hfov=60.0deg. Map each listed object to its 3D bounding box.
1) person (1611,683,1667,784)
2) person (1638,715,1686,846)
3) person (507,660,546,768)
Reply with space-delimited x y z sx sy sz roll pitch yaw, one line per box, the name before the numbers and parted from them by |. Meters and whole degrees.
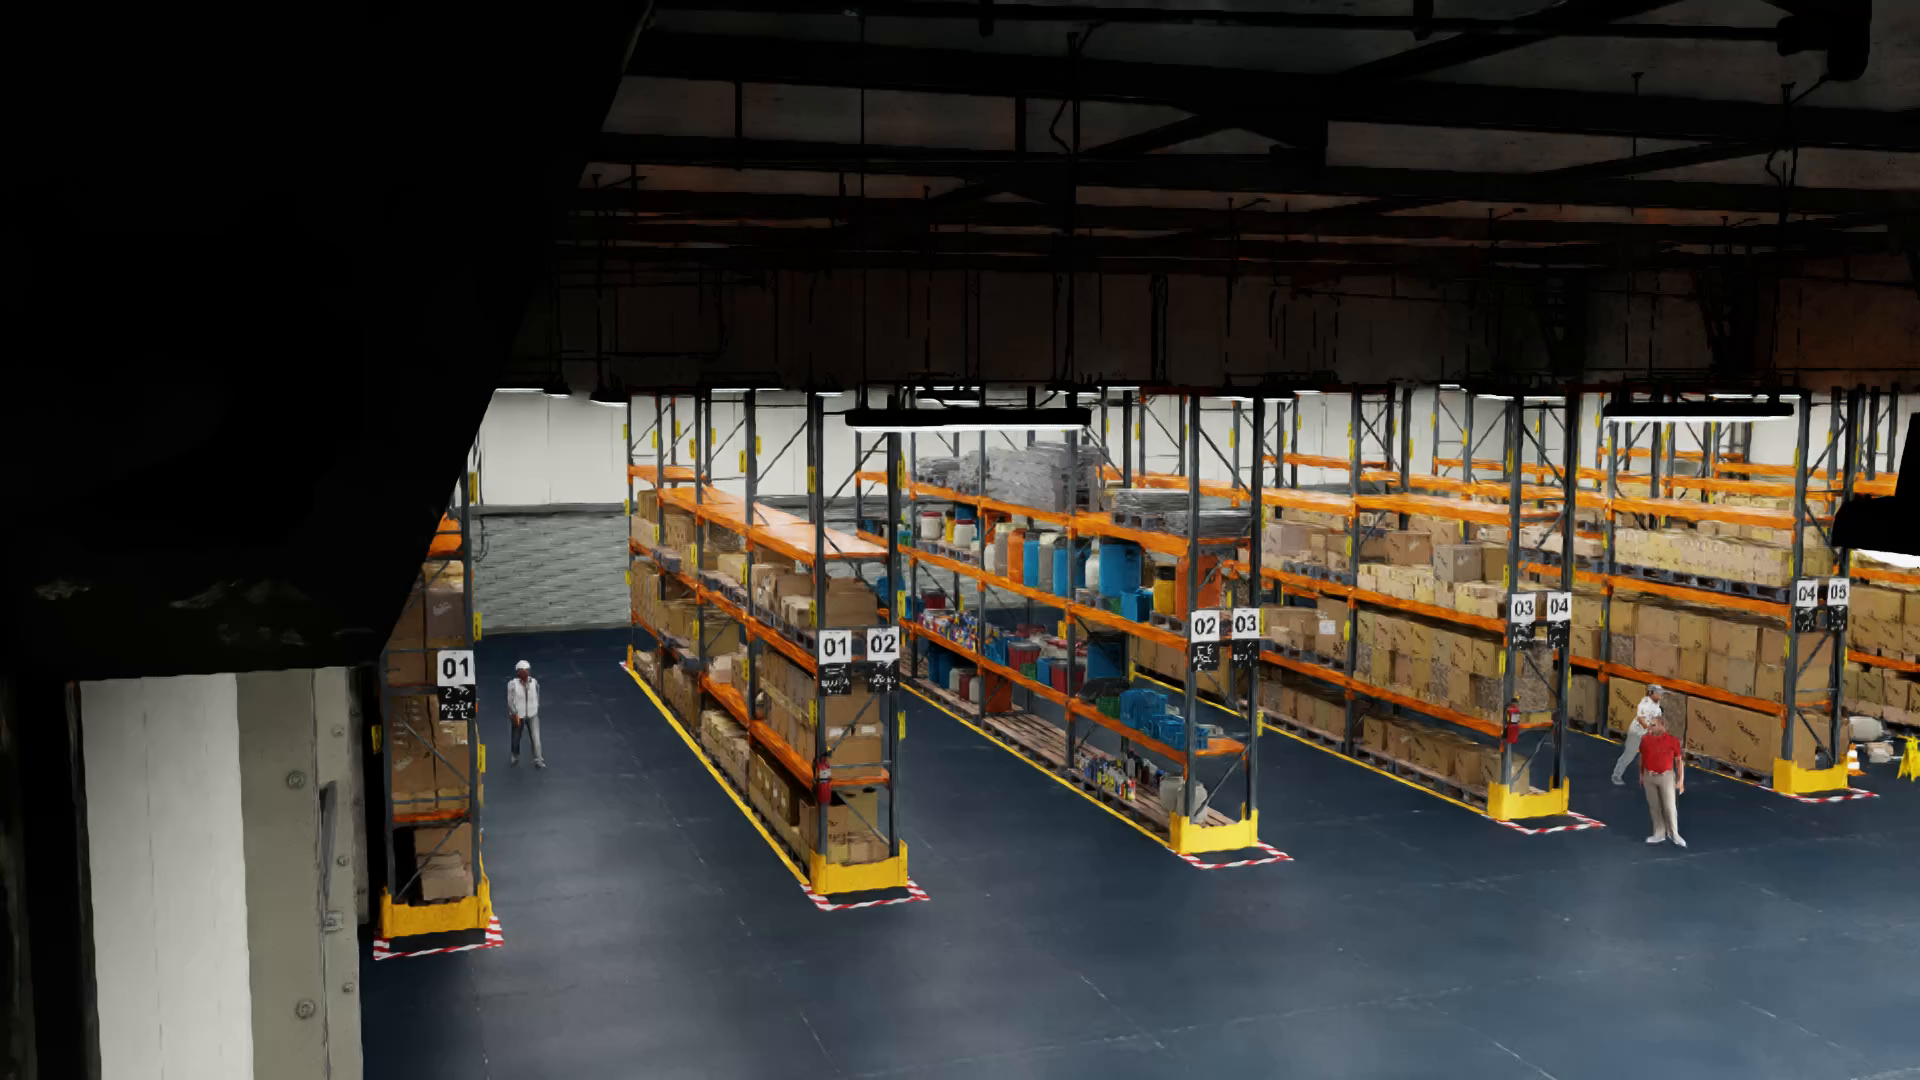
person | 10.372 2.933 25.209 0.656 1.592 0.818 -4 7 -35
person | 9.343 3.184 22.113 0.651 1.720 0.438 6 8 43
person | -6.919 2.748 26.379 0.538 1.715 1.026 -3 7 -27
